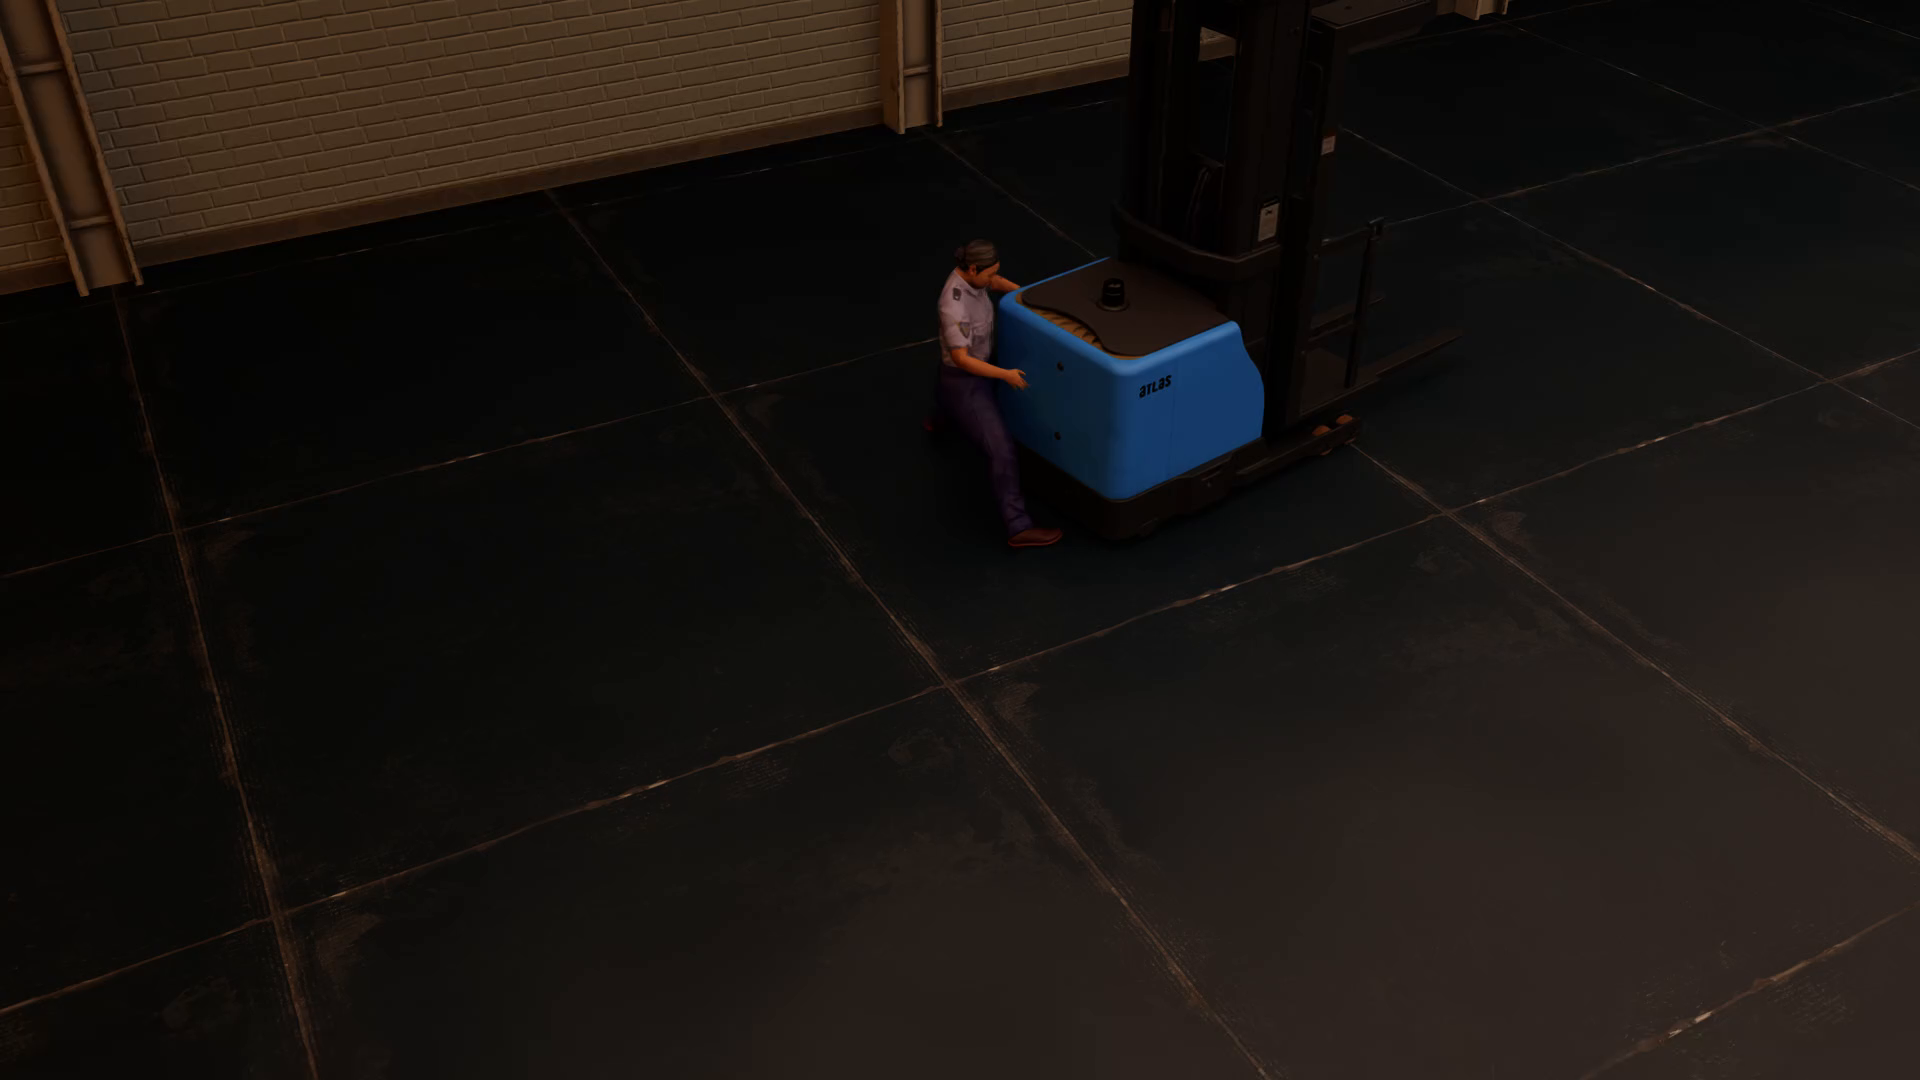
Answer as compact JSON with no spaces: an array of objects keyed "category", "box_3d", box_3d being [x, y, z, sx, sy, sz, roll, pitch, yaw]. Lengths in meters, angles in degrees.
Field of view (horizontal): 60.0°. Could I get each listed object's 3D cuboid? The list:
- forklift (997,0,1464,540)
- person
[{"category":"forklift","box_3d":[1.654,-1.888,8.794,3.031,2.935,1.130,-24,42,-30]},{"category":"person","box_3d":[0.168,-0.904,8.684,0.892,1.463,1.234,5,36,7]}]
